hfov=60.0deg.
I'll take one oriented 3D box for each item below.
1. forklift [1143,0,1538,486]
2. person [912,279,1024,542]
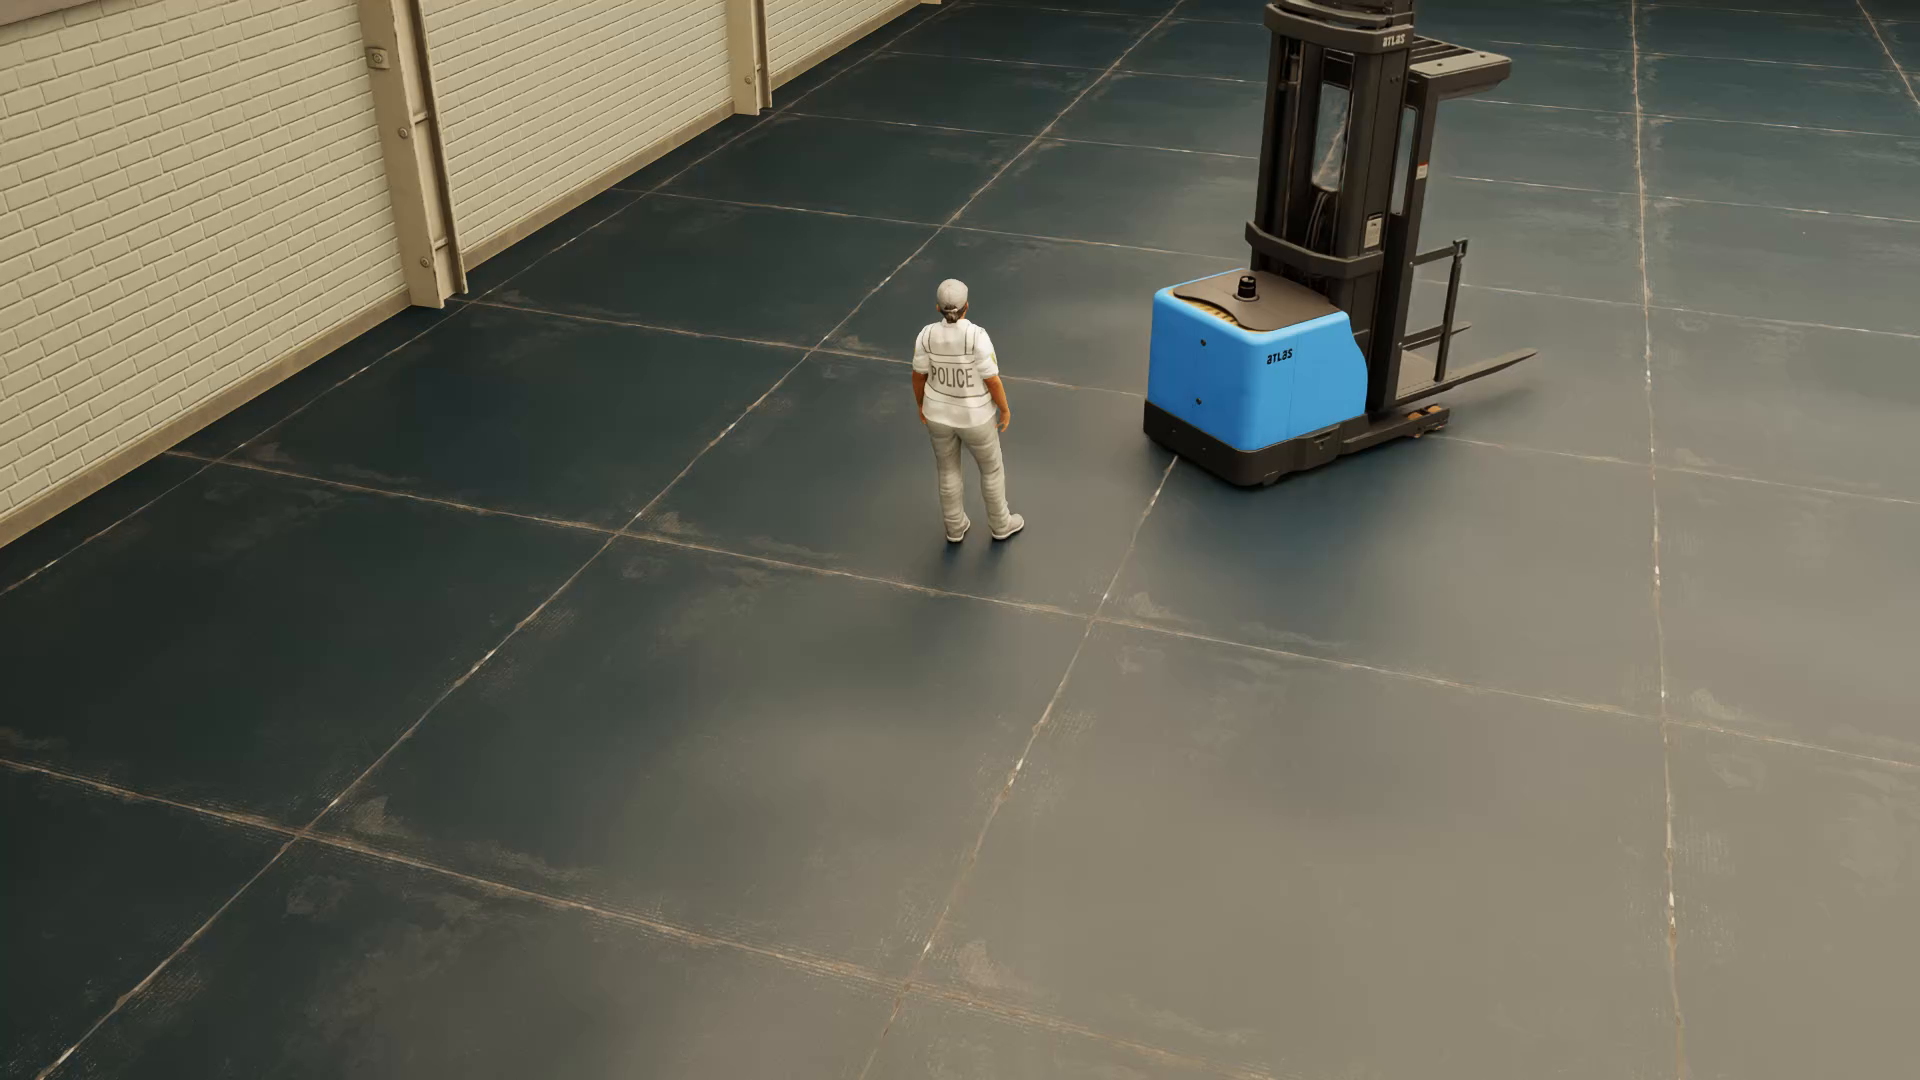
[{"bbox_3d":[2.747,-2.169,10.941,3.031,2.935,1.130,-18,34,-29],"label":"forklift"},{"bbox_3d":[0.046,-0.763,9.736,0.599,1.670,0.529,10,31,16],"label":"person"}]
